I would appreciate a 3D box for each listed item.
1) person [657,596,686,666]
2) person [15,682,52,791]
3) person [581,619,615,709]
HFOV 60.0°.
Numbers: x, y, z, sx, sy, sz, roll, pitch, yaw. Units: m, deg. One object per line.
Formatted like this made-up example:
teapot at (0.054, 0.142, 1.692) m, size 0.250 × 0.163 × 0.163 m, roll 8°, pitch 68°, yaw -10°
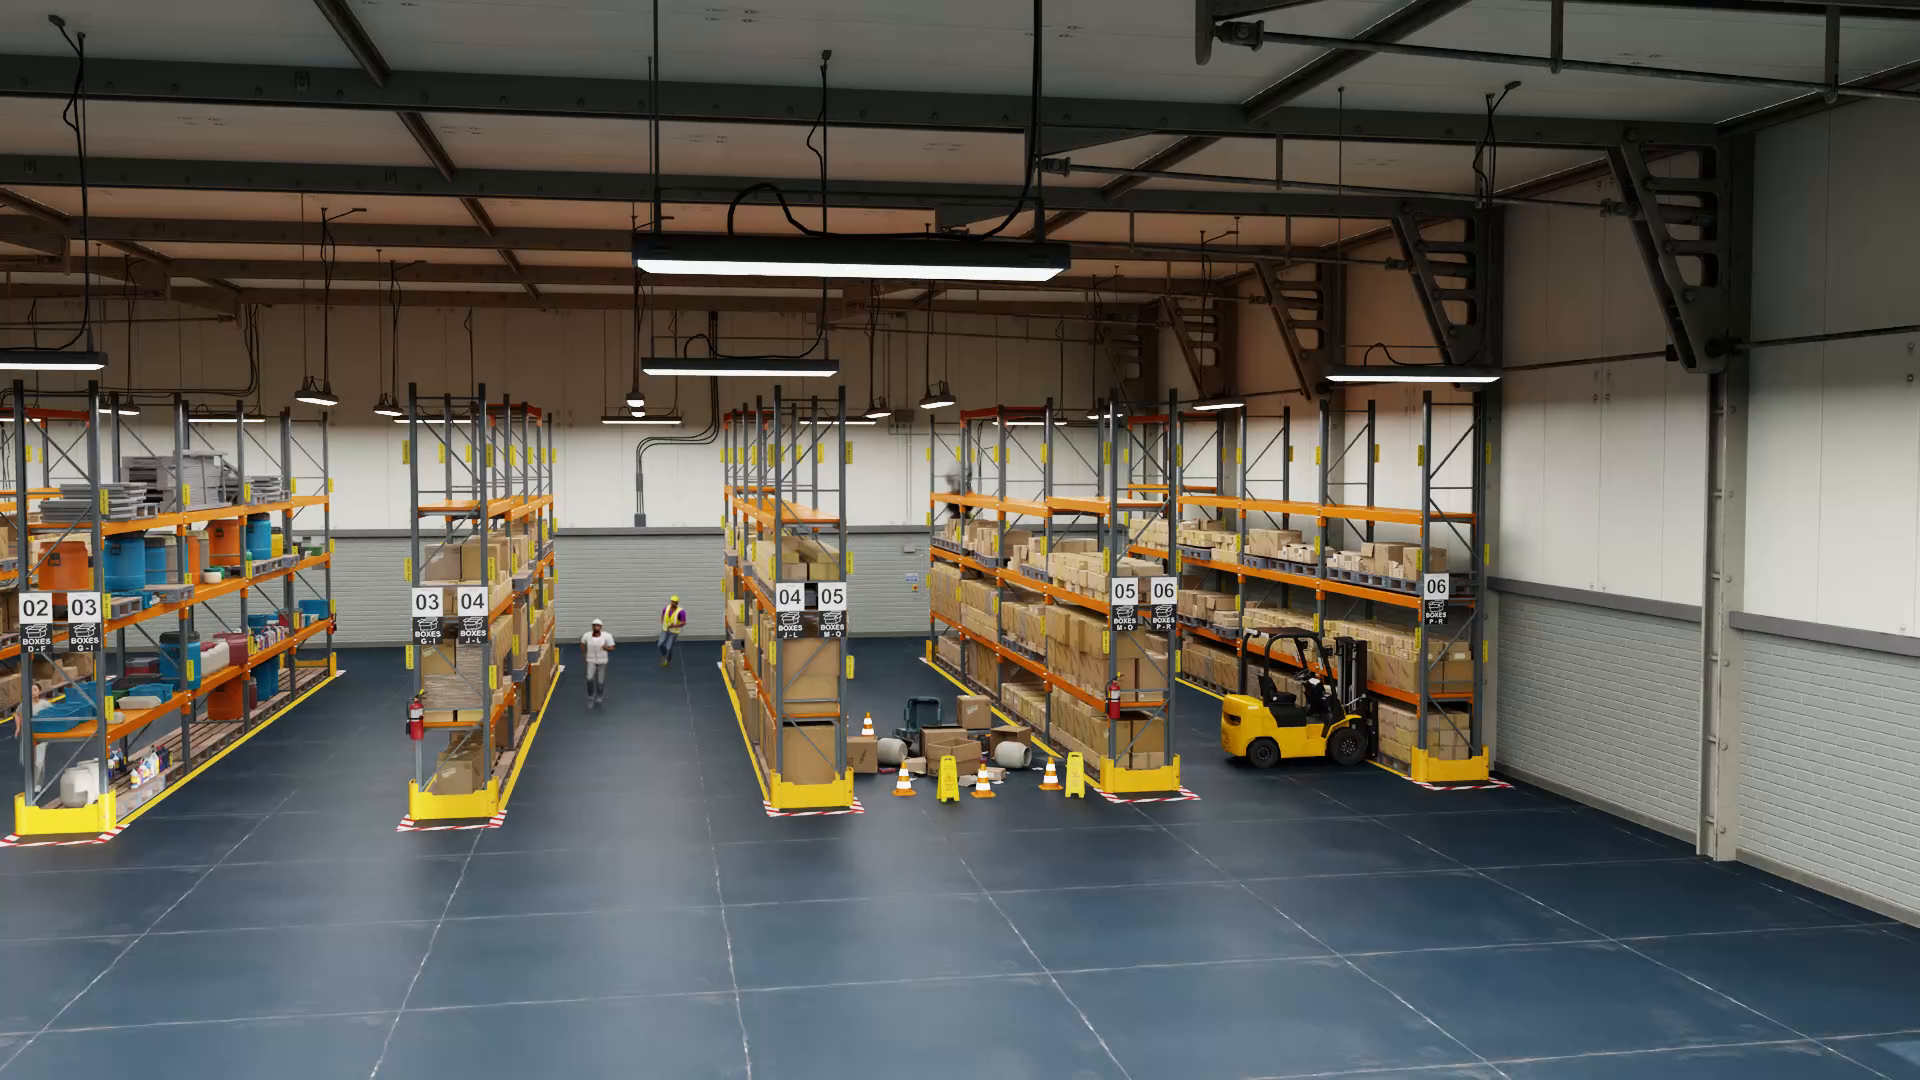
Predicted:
person at (-6.826, 2.154, 39.312) m, size 0.753 × 1.693 × 0.585 m, roll 1°, pitch 3°, yaw 15°
person at (-13.746, 2.929, 24.655) m, size 0.550 × 1.629 × 0.565 m, roll -1°, pitch 3°, yaw -18°
person at (-7.223, 2.461, 33.156) m, size 0.682 × 1.795 × 0.747 m, roll 0°, pitch 3°, yaw -9°
